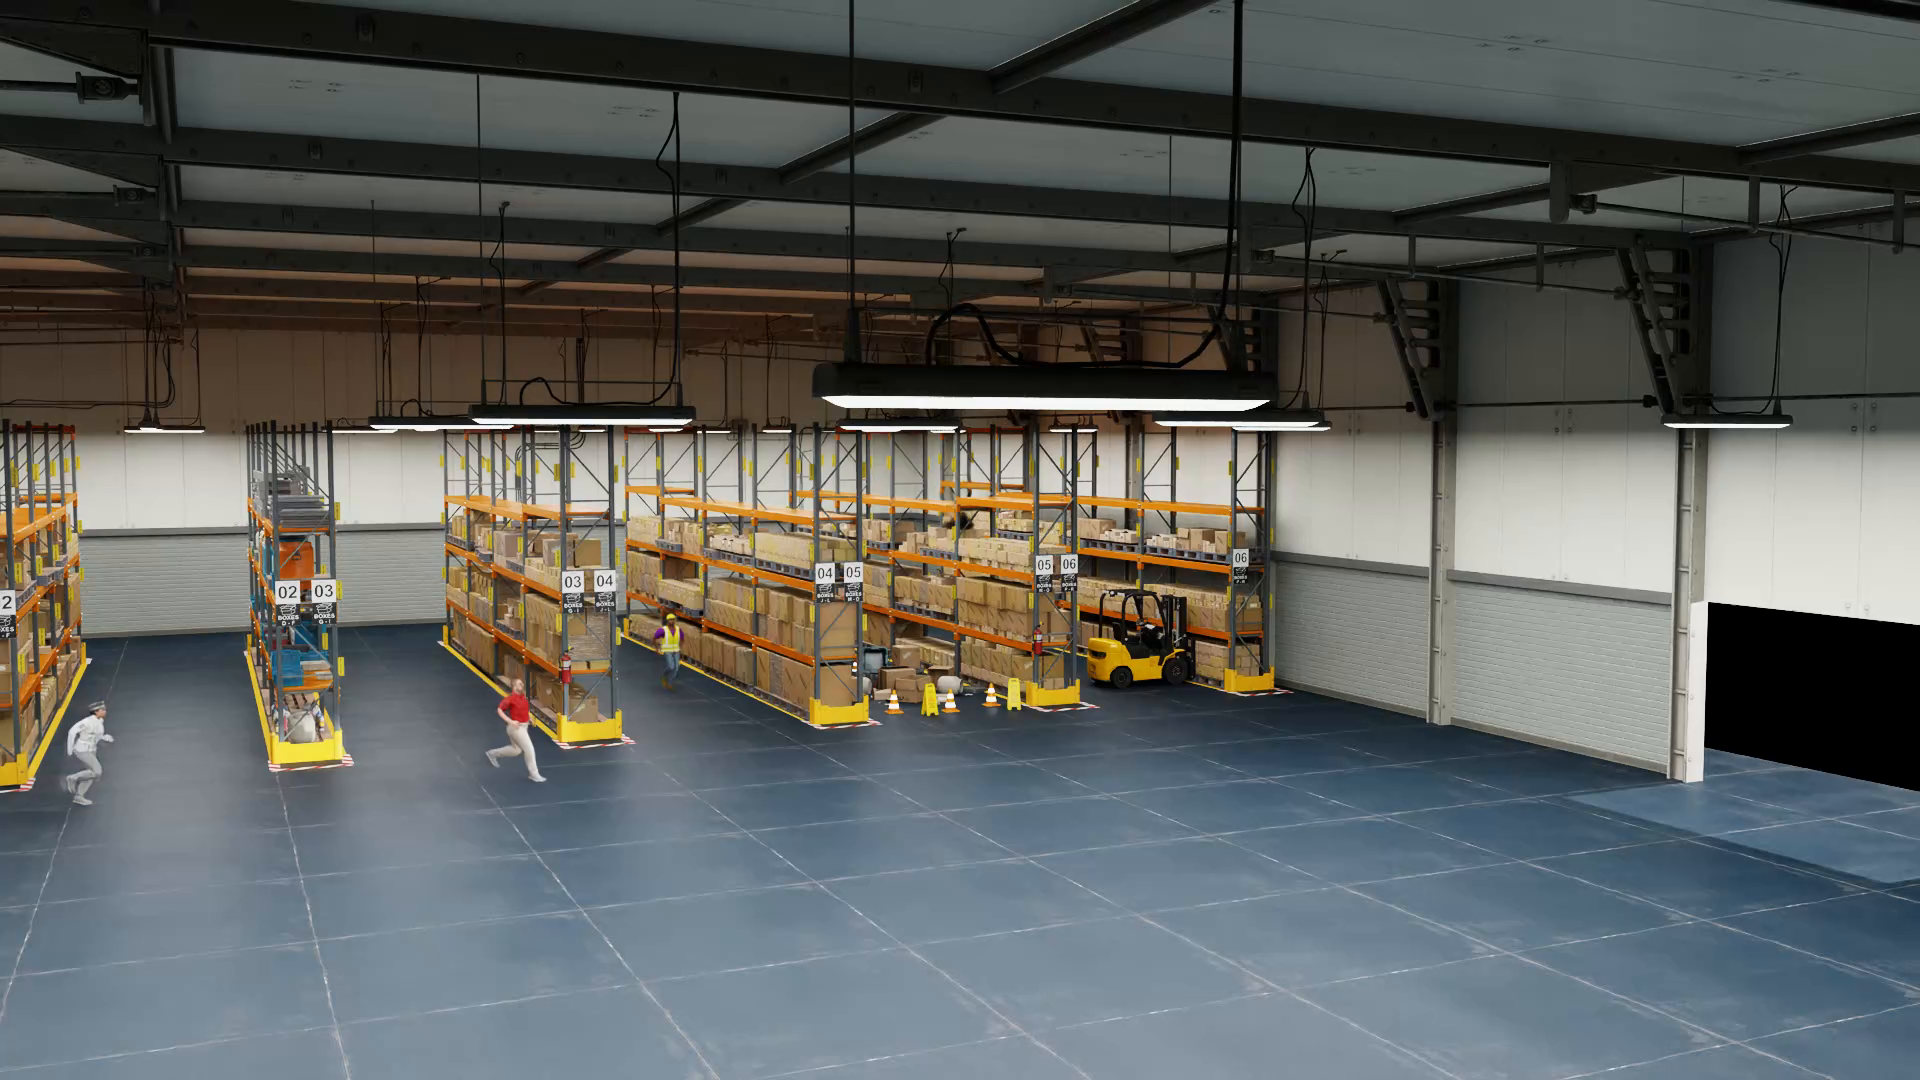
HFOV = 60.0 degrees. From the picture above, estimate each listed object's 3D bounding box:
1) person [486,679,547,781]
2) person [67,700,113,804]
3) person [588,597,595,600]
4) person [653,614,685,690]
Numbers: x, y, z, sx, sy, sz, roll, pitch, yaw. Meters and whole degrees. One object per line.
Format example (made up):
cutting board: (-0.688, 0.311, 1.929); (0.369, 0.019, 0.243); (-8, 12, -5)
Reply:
person: (-7.382, 3.168, 27.683); (1.049, 1.727, 0.638); (0, 4, 2)
person: (-13.563, 3.309, 25.925); (0.669, 1.616, 0.605); (-1, 4, -9)
person: (-10.740, 1.866, 47.979); (0.910, 1.697, 0.697); (2, 4, 31)
person: (-6.472, 2.519, 37.328); (0.690, 1.721, 0.597); (-2, 4, -34)
